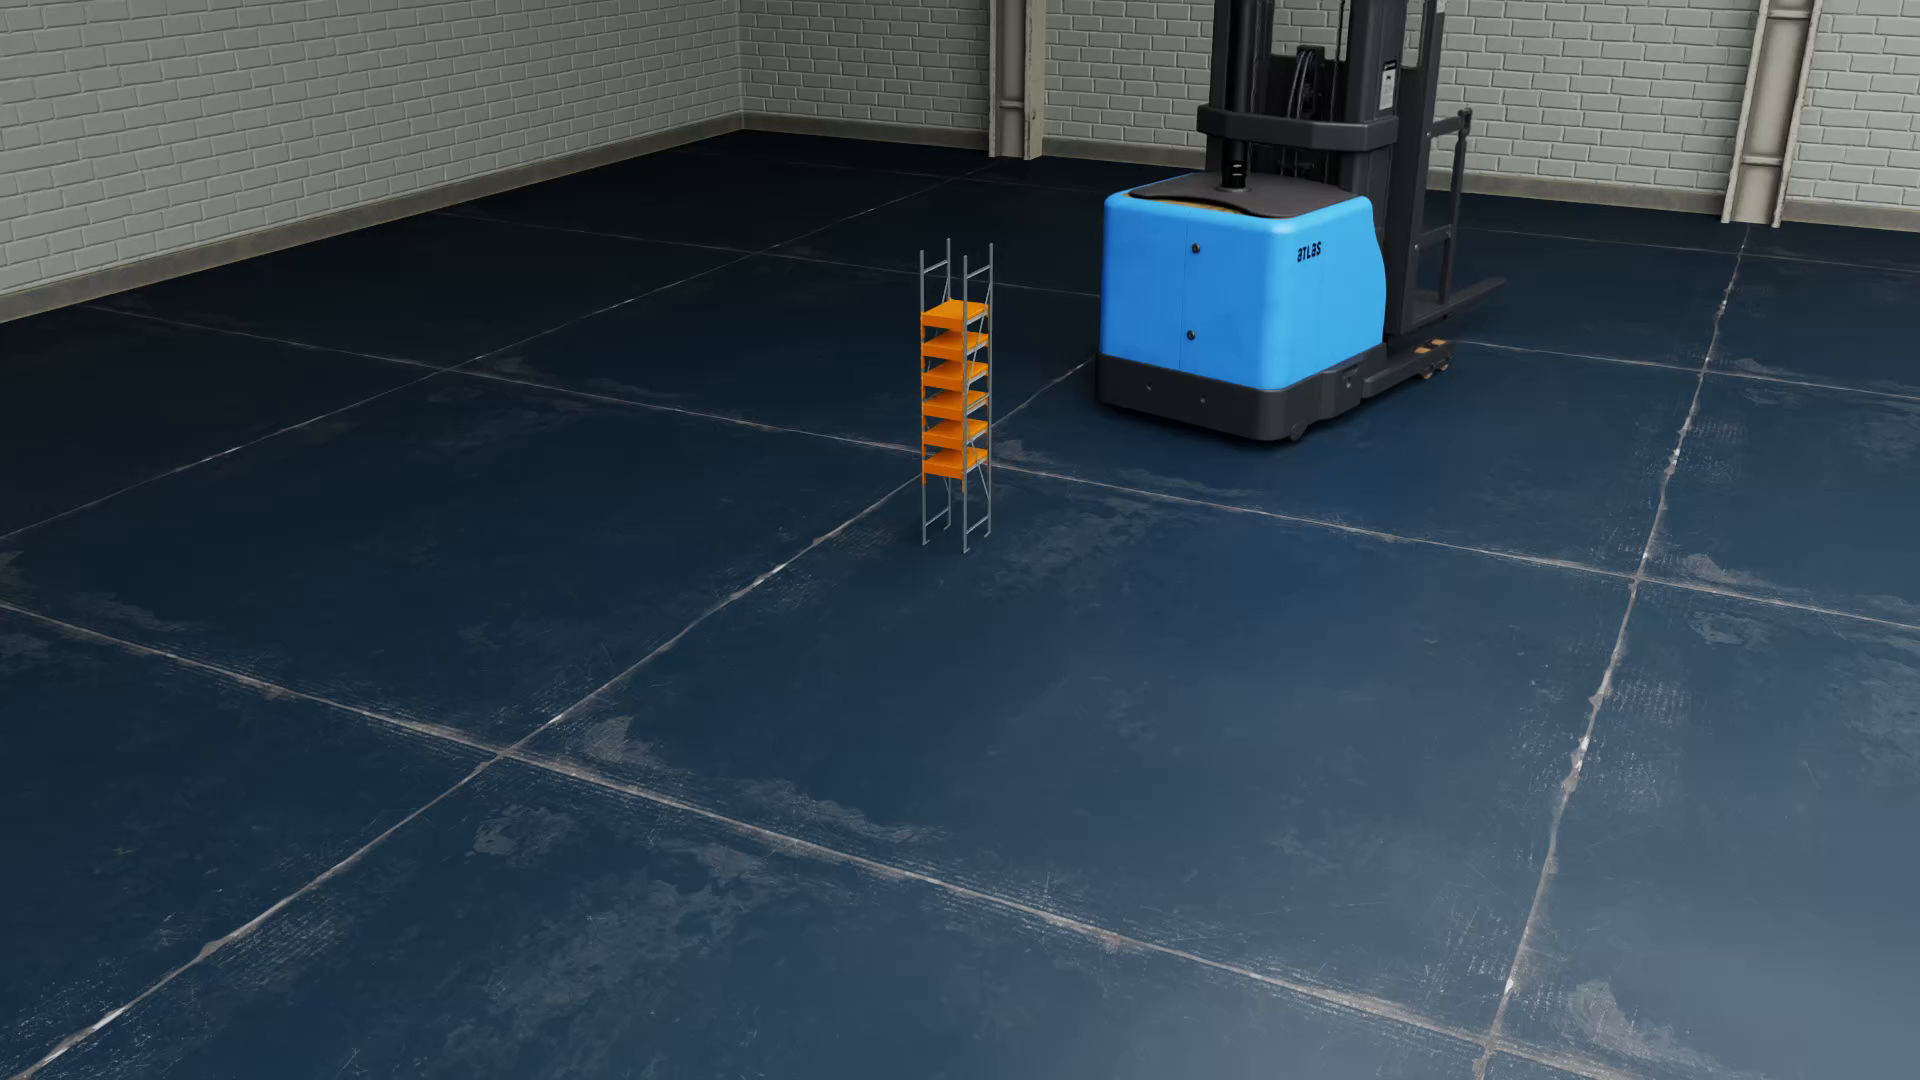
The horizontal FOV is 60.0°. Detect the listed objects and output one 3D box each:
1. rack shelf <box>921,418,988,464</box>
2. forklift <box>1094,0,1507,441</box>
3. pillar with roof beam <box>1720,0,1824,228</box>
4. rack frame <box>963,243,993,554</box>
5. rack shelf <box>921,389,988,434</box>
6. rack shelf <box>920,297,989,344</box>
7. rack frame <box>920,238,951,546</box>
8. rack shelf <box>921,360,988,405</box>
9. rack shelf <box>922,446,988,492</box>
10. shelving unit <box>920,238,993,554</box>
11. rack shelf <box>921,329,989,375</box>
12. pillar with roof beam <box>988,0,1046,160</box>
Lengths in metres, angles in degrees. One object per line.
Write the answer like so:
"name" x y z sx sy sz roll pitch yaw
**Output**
"rack shelf" -0.013 -0.403 6.586 0.180 0.103 0.258 11 25 25
"forklift" 1.994 -2.306 8.427 1.130 2.935 3.031 18 29 36
"pillar with roof beam" 3.908 -4.998 7.004 0.400 9.000 9.100 11 25 25
"rack frame" 0.069 -0.539 6.483 0.006 1.200 0.240 11 25 25
"rack shelf" -0.013 -0.514 6.539 0.180 0.103 0.258 11 25 25
"rack shelf" -0.013 -0.845 6.398 0.180 0.103 0.258 11 25 25
"rack frame" -0.095 -0.571 6.559 0.006 1.200 0.240 11 25 25
"rack shelf" -0.013 -0.624 6.492 0.180 0.103 0.258 11 25 25
"rack shelf" -0.013 -0.293 6.633 0.180 0.103 0.258 11 25 25
"shelving unit" -0.013 -0.555 6.521 0.189 1.200 0.258 11 25 25
"rack shelf" -0.013 -0.735 6.445 0.180 0.103 0.258 11 25 25
"pillar with roof beam" -1.446 -6.057 9.495 0.400 9.000 9.100 11 25 25
